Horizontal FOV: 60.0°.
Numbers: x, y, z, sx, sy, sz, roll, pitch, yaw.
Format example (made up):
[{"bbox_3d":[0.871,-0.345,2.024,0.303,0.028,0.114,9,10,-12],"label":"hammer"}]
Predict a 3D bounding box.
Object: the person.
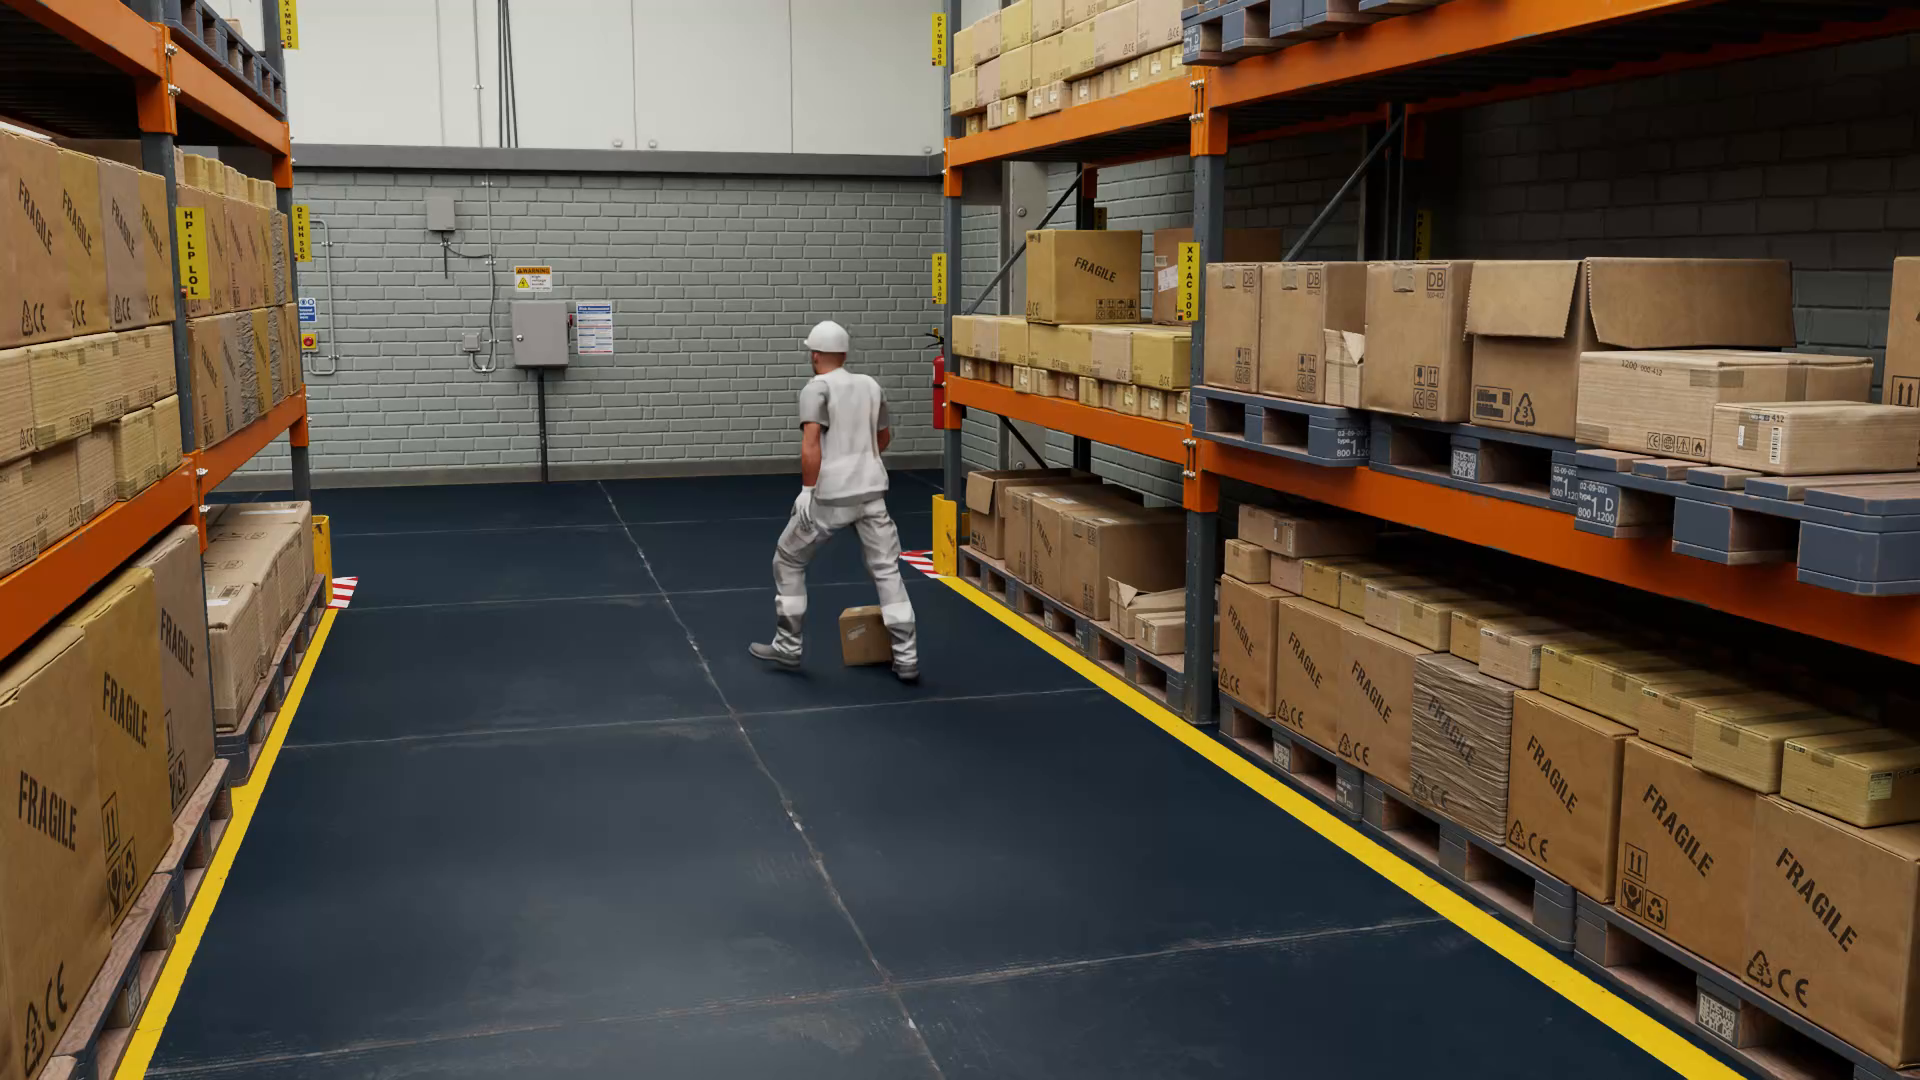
[{"bbox_3d":[-0.618,-0.206,8.184,0.669,1.718,0.866,-7,12,-38],"label":"person"}]
